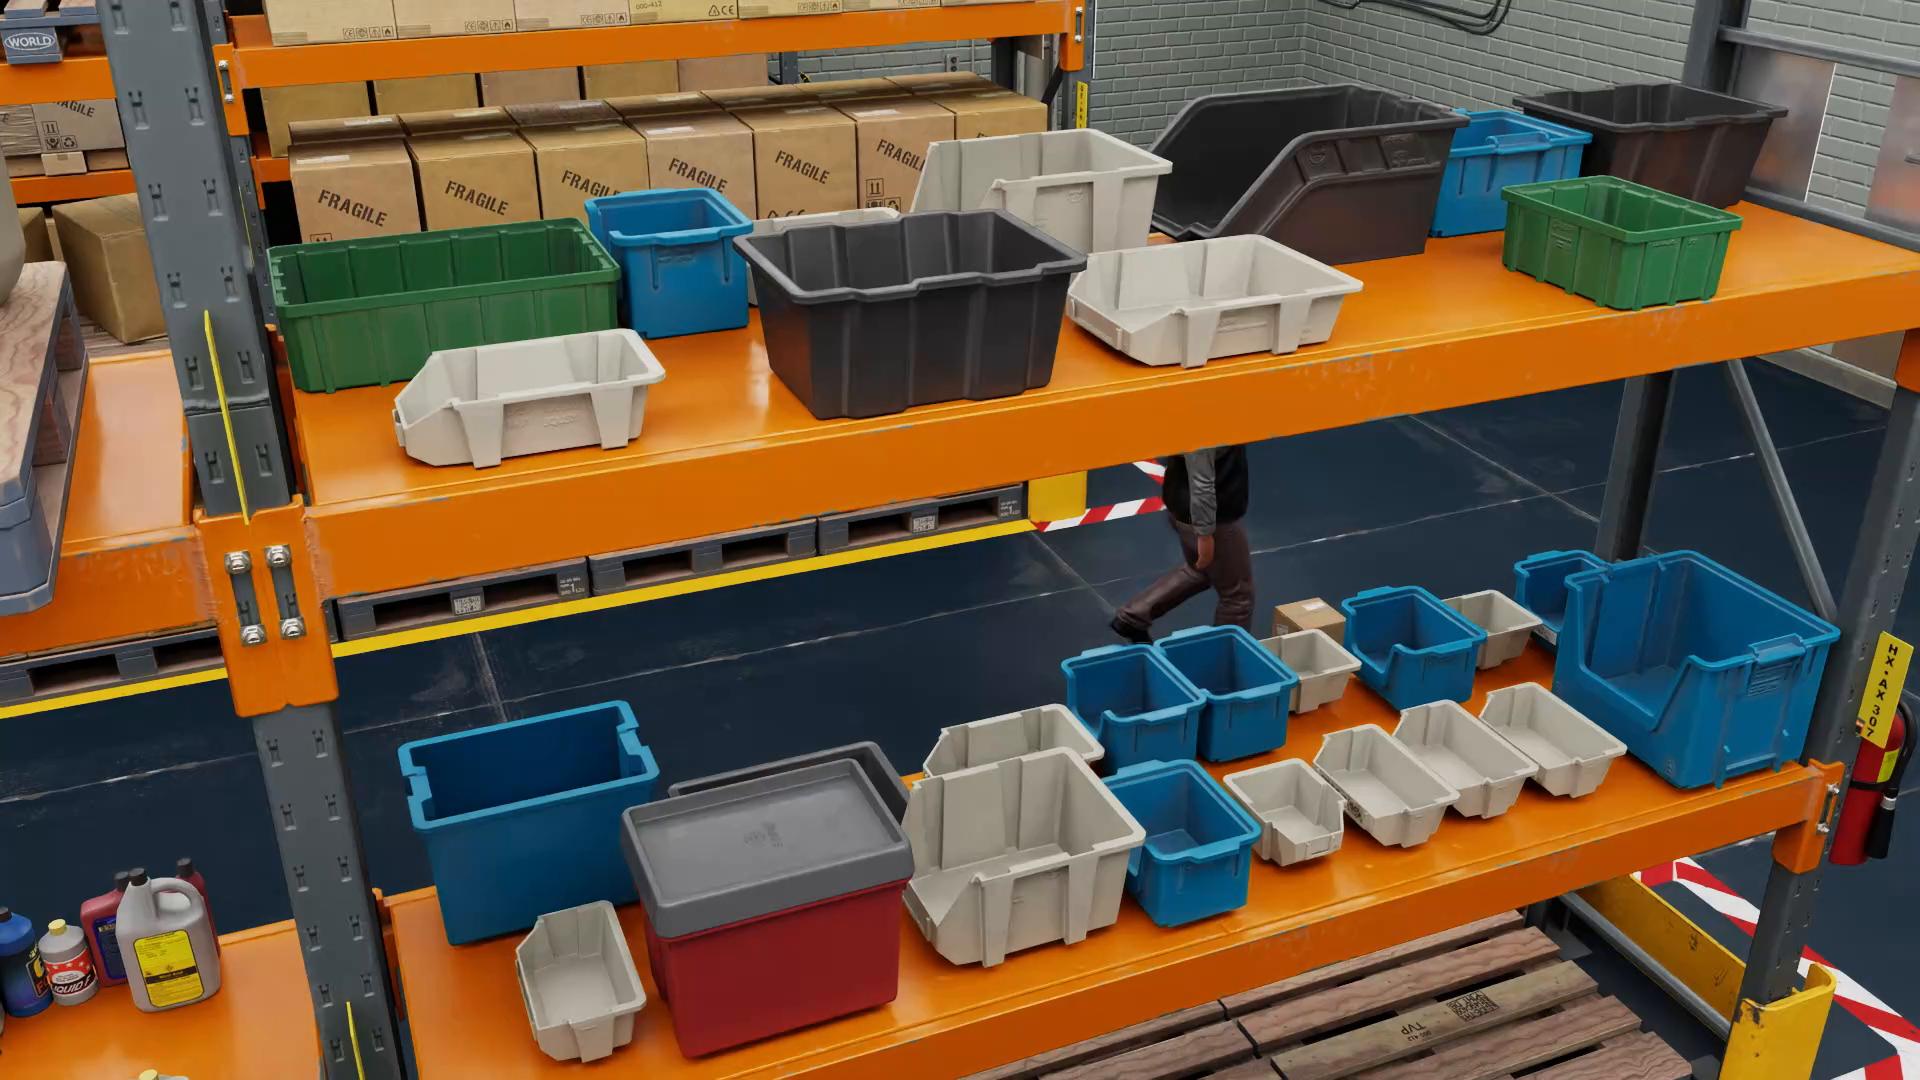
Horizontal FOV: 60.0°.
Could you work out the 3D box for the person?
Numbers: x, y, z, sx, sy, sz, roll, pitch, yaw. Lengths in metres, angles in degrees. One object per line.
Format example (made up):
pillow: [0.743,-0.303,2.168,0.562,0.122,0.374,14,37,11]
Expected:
person: [1.106,-0.118,7.363,0.783,1.701,0.540,-4,26,-8]
